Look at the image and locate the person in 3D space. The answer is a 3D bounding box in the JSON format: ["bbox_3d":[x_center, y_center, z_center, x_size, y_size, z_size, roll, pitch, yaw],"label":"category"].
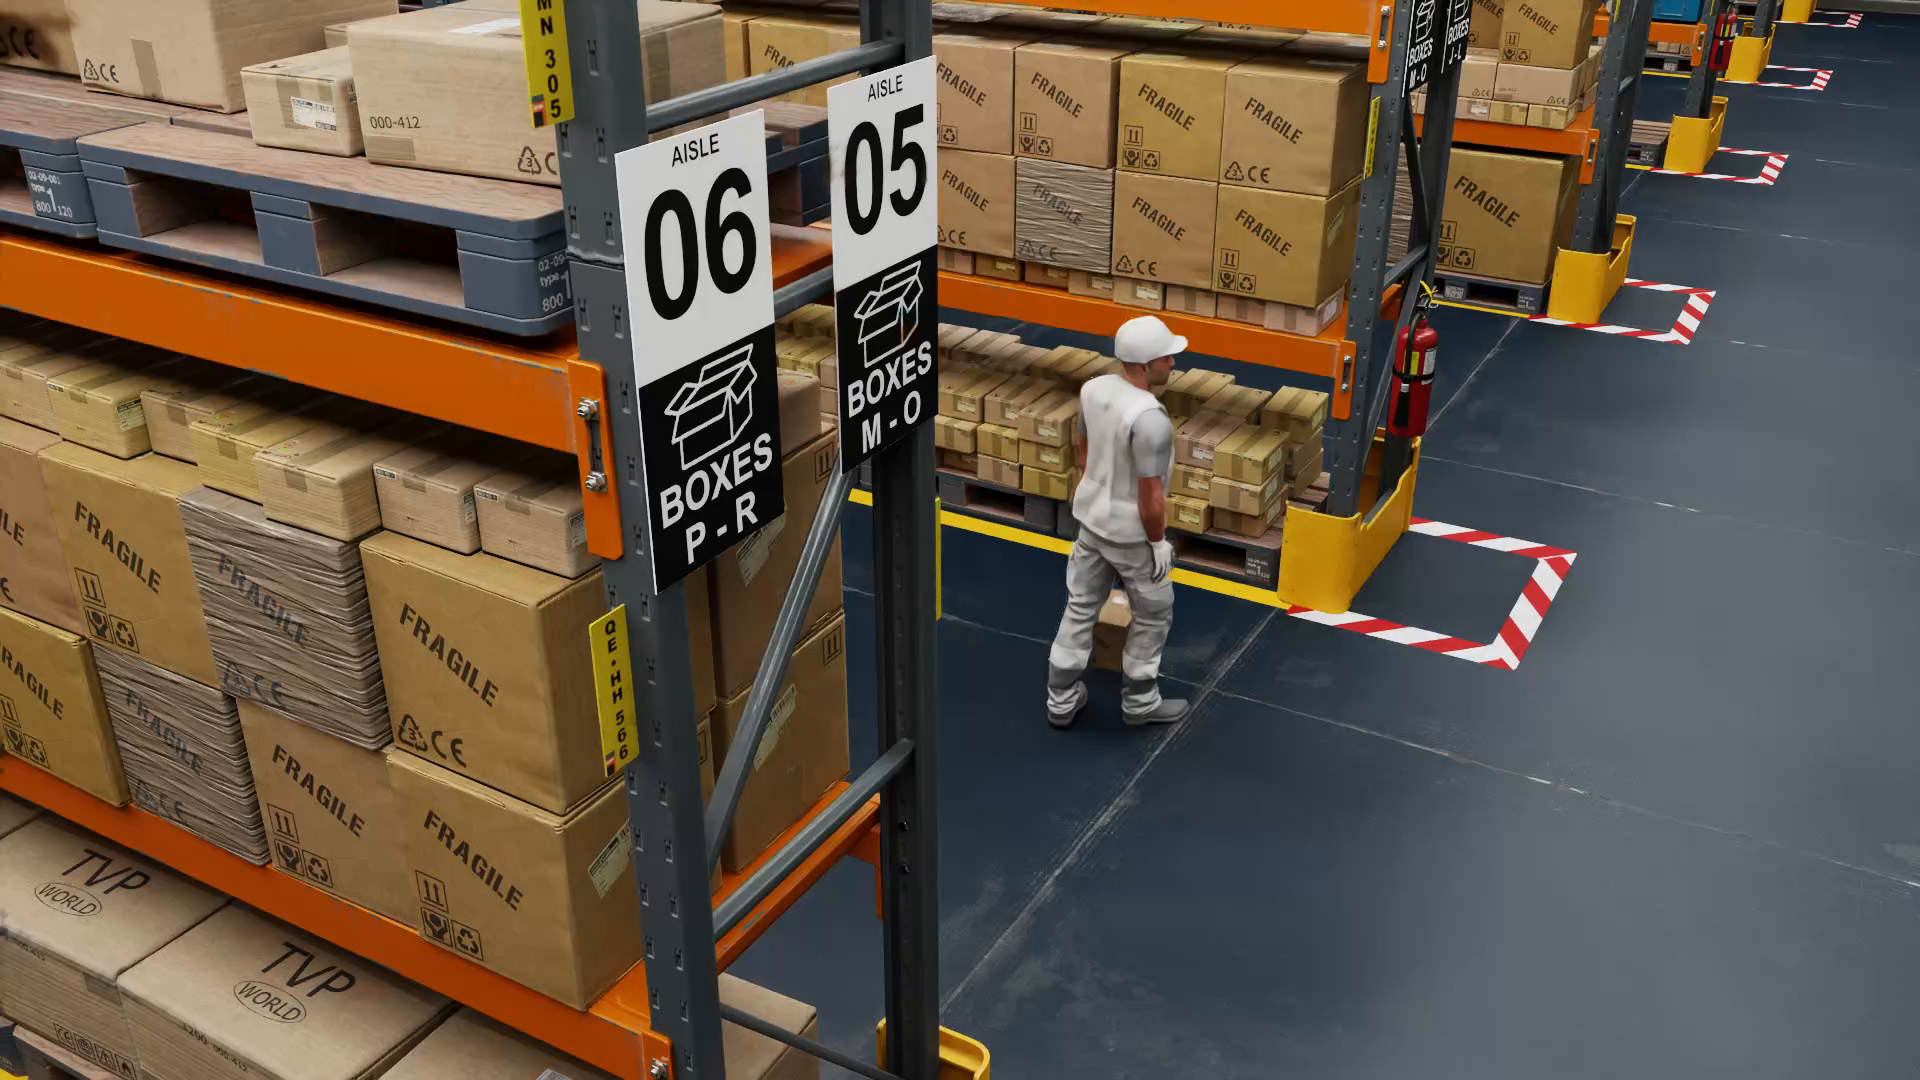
[{"bbox_3d":[0.658,-0.047,6.683,0.581,1.786,0.540,-16,30,-29],"label":"person"}]
